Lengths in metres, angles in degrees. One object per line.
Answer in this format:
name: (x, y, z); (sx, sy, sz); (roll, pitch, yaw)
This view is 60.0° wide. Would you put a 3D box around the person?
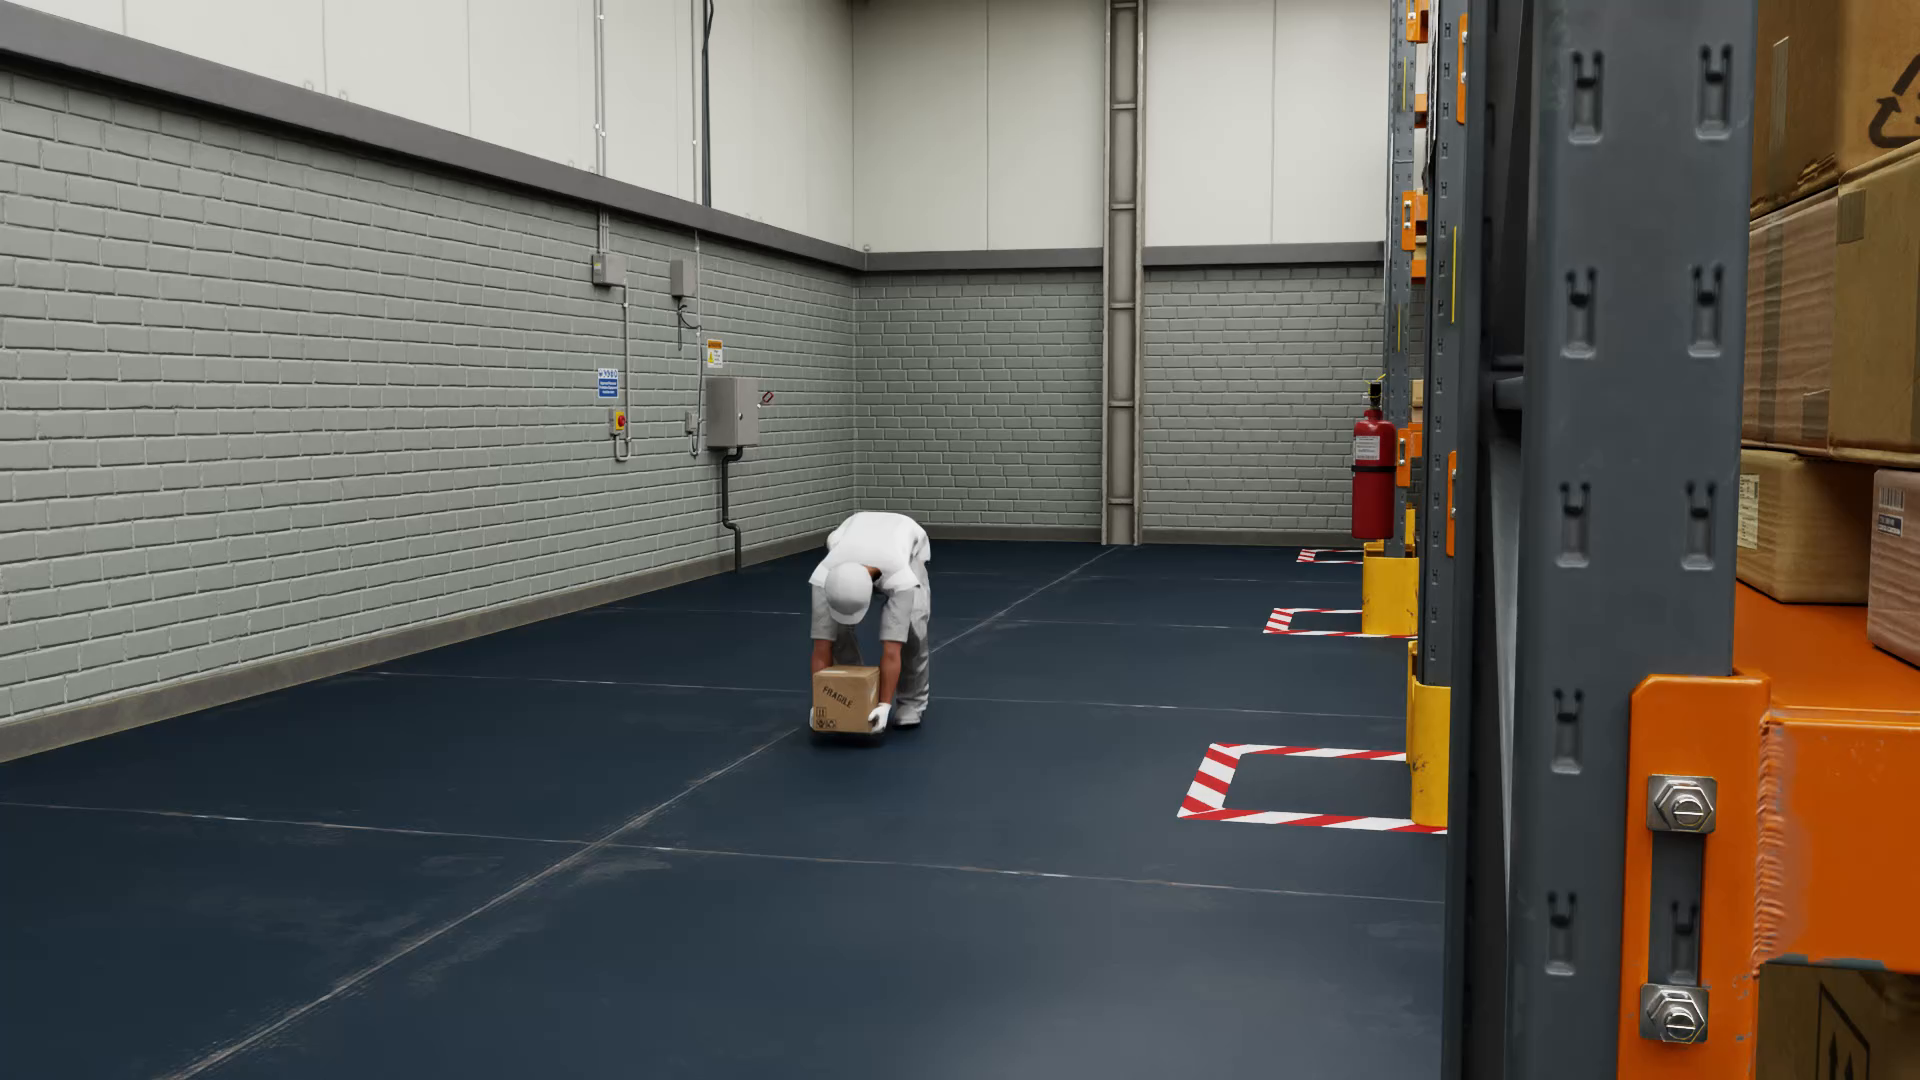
person: (-0.405, 0.378, 7.581); (0.516, 0.987, 0.981); (1, 5, 11)
